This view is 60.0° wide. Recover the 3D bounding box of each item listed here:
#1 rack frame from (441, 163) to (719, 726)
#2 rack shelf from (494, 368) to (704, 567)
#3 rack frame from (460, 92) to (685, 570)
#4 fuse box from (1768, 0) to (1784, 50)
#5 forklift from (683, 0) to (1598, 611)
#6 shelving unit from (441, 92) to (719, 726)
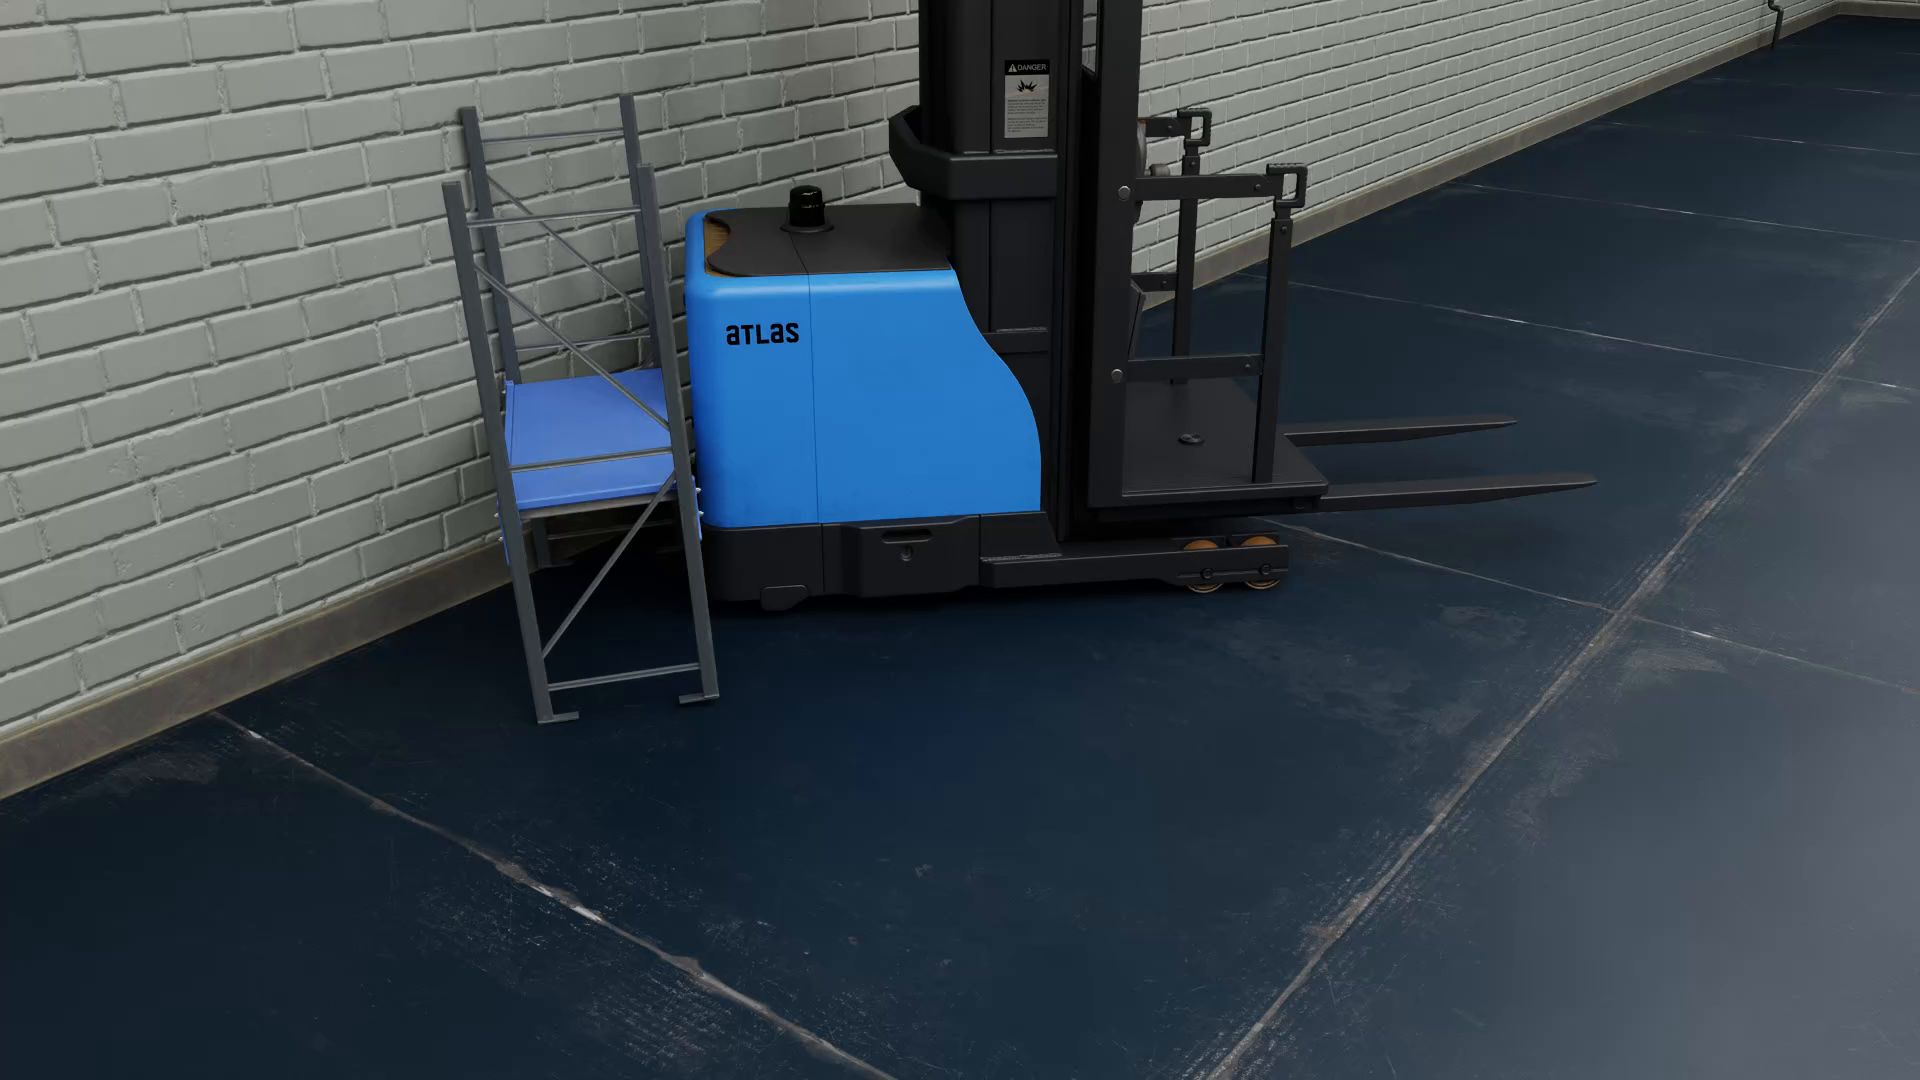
[{"bbox_3d":[-0.958,-0.206,4.328,0.500,1.500,0.032,-8,26,-10],"label":"rack frame"},{"bbox_3d":[-1.063,-0.250,4.855,0.538,0.185,1.000,-8,26,-10],"label":"rack shelf"},{"bbox_3d":[-1.184,-0.620,5.228,0.500,1.500,0.032,-8,26,-10],"label":"rack frame"},{"bbox_3d":[8.551,-5.916,17.055,0.414,1.711,0.539,17,29,33],"label":"fuse box"},{"bbox_3d":[0.623,-1.379,5.244,3.031,2.935,1.130,-3,24,-8],"label":"forklift"},{"bbox_3d":[-1.071,-0.413,4.778,0.538,1.500,1.048,-8,26,-10],"label":"shelving unit"}]
